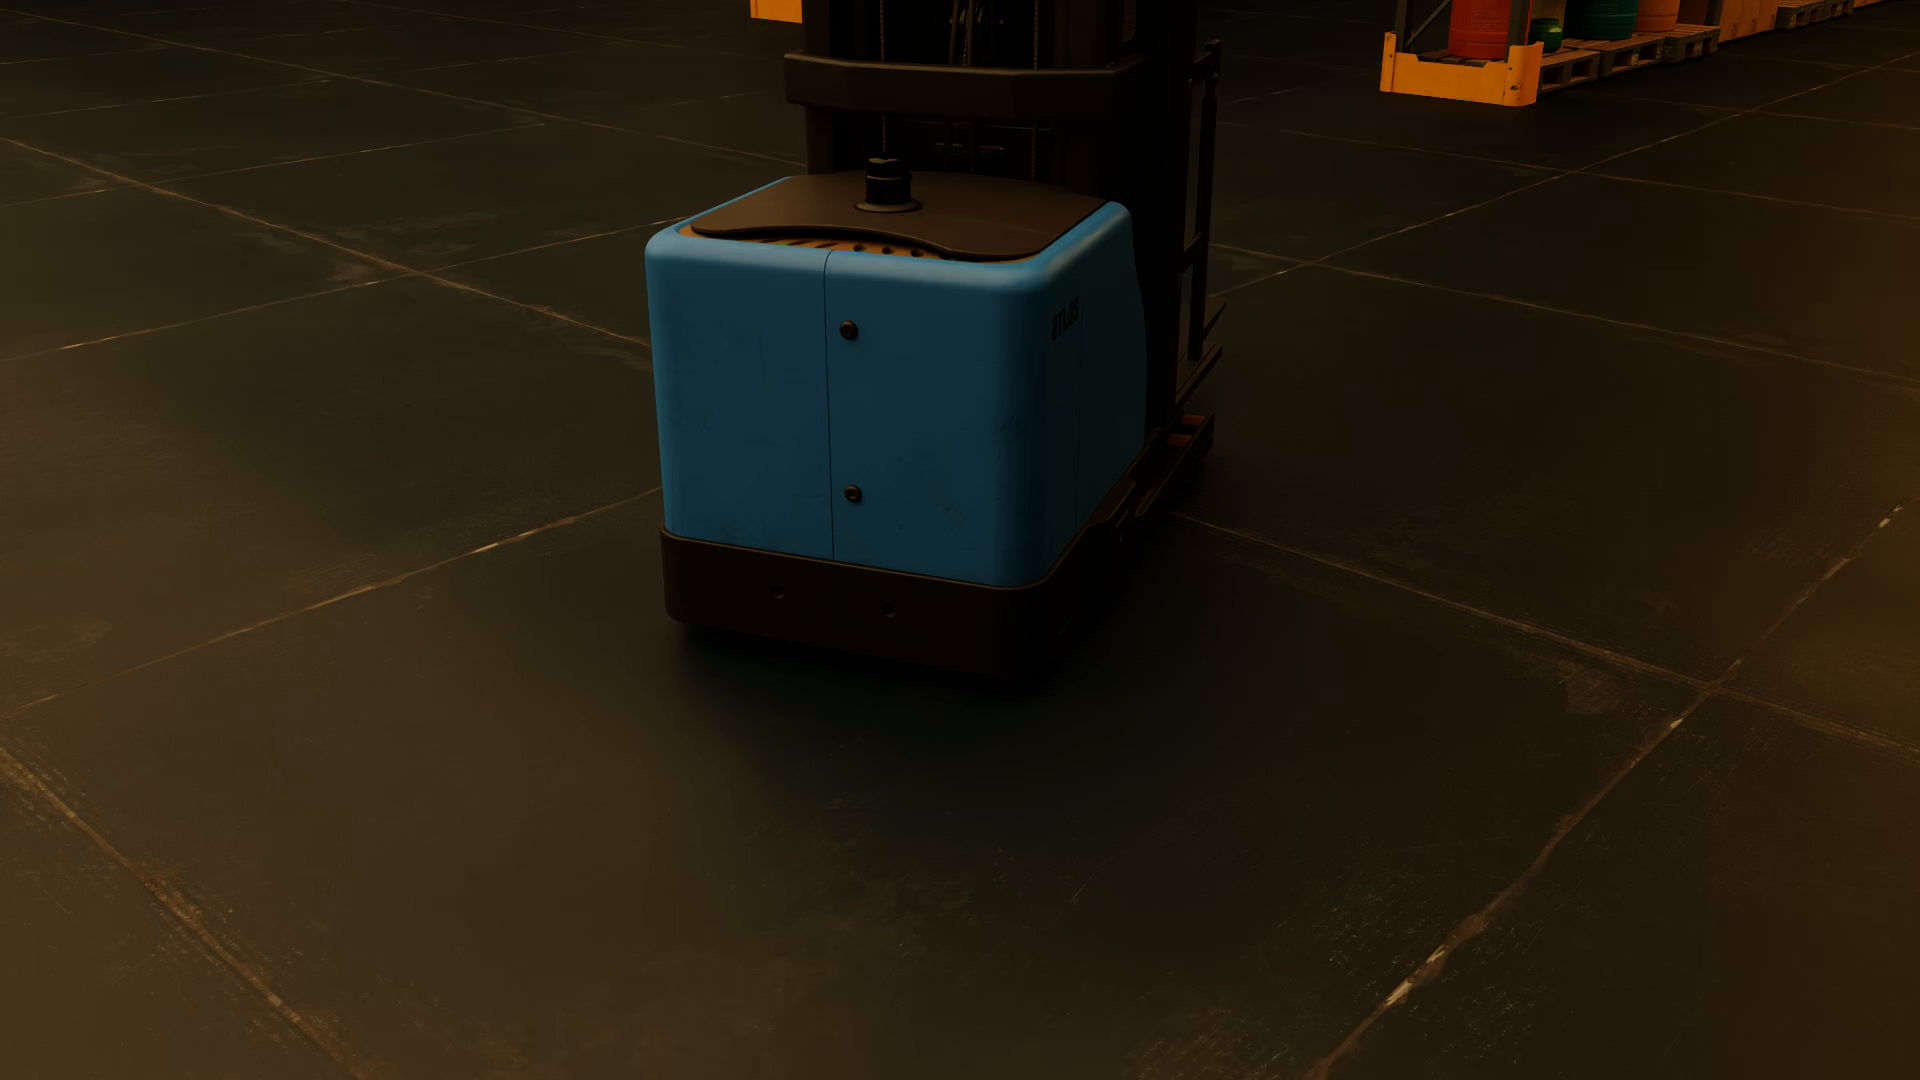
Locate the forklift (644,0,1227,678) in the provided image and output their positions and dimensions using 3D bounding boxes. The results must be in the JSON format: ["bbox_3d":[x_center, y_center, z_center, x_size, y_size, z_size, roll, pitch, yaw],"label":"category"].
[{"bbox_3d":[0.211,-1.572,4.911,1.130,2.935,3.031,8,25,18],"label":"forklift"}]
